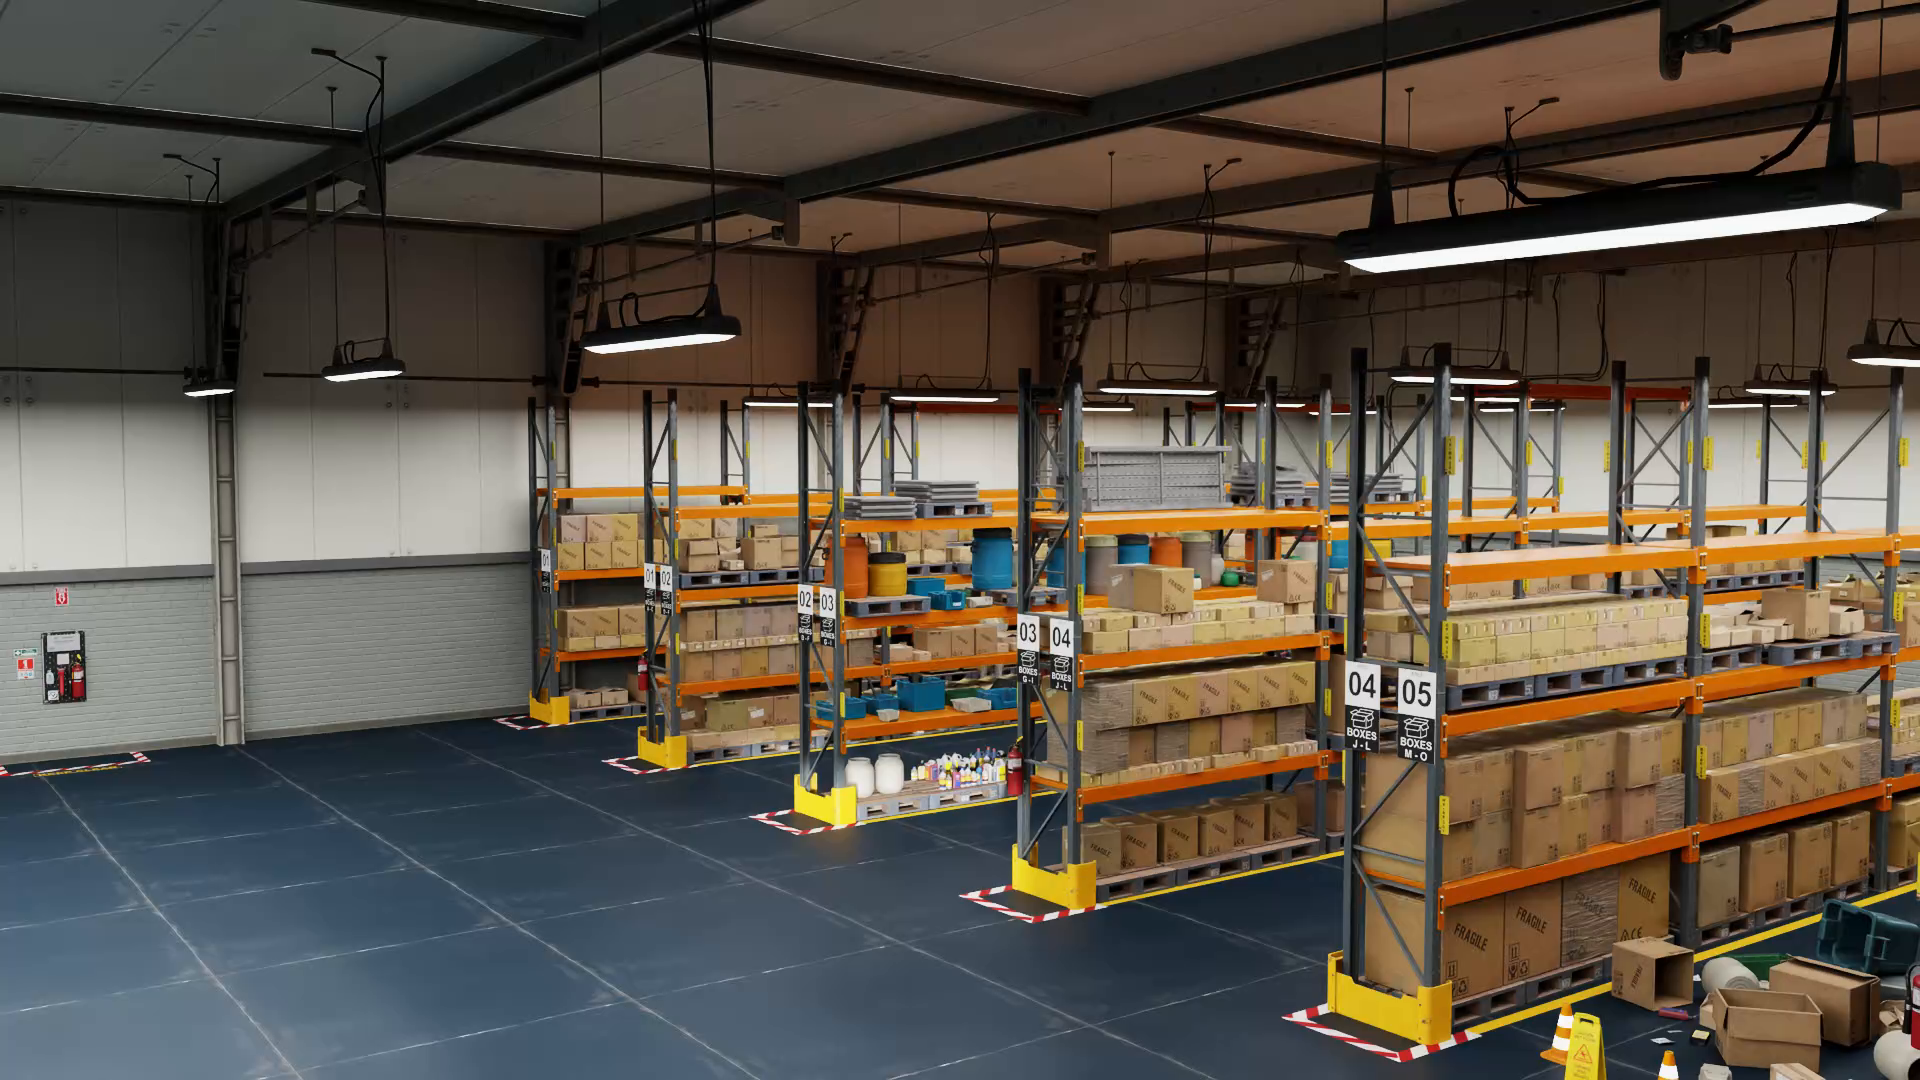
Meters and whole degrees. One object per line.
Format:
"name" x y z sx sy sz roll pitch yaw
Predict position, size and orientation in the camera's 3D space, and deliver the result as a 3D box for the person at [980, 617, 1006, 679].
"person" 0.648 2.097 34.491 0.614 1.769 0.488 -1 3 -11
